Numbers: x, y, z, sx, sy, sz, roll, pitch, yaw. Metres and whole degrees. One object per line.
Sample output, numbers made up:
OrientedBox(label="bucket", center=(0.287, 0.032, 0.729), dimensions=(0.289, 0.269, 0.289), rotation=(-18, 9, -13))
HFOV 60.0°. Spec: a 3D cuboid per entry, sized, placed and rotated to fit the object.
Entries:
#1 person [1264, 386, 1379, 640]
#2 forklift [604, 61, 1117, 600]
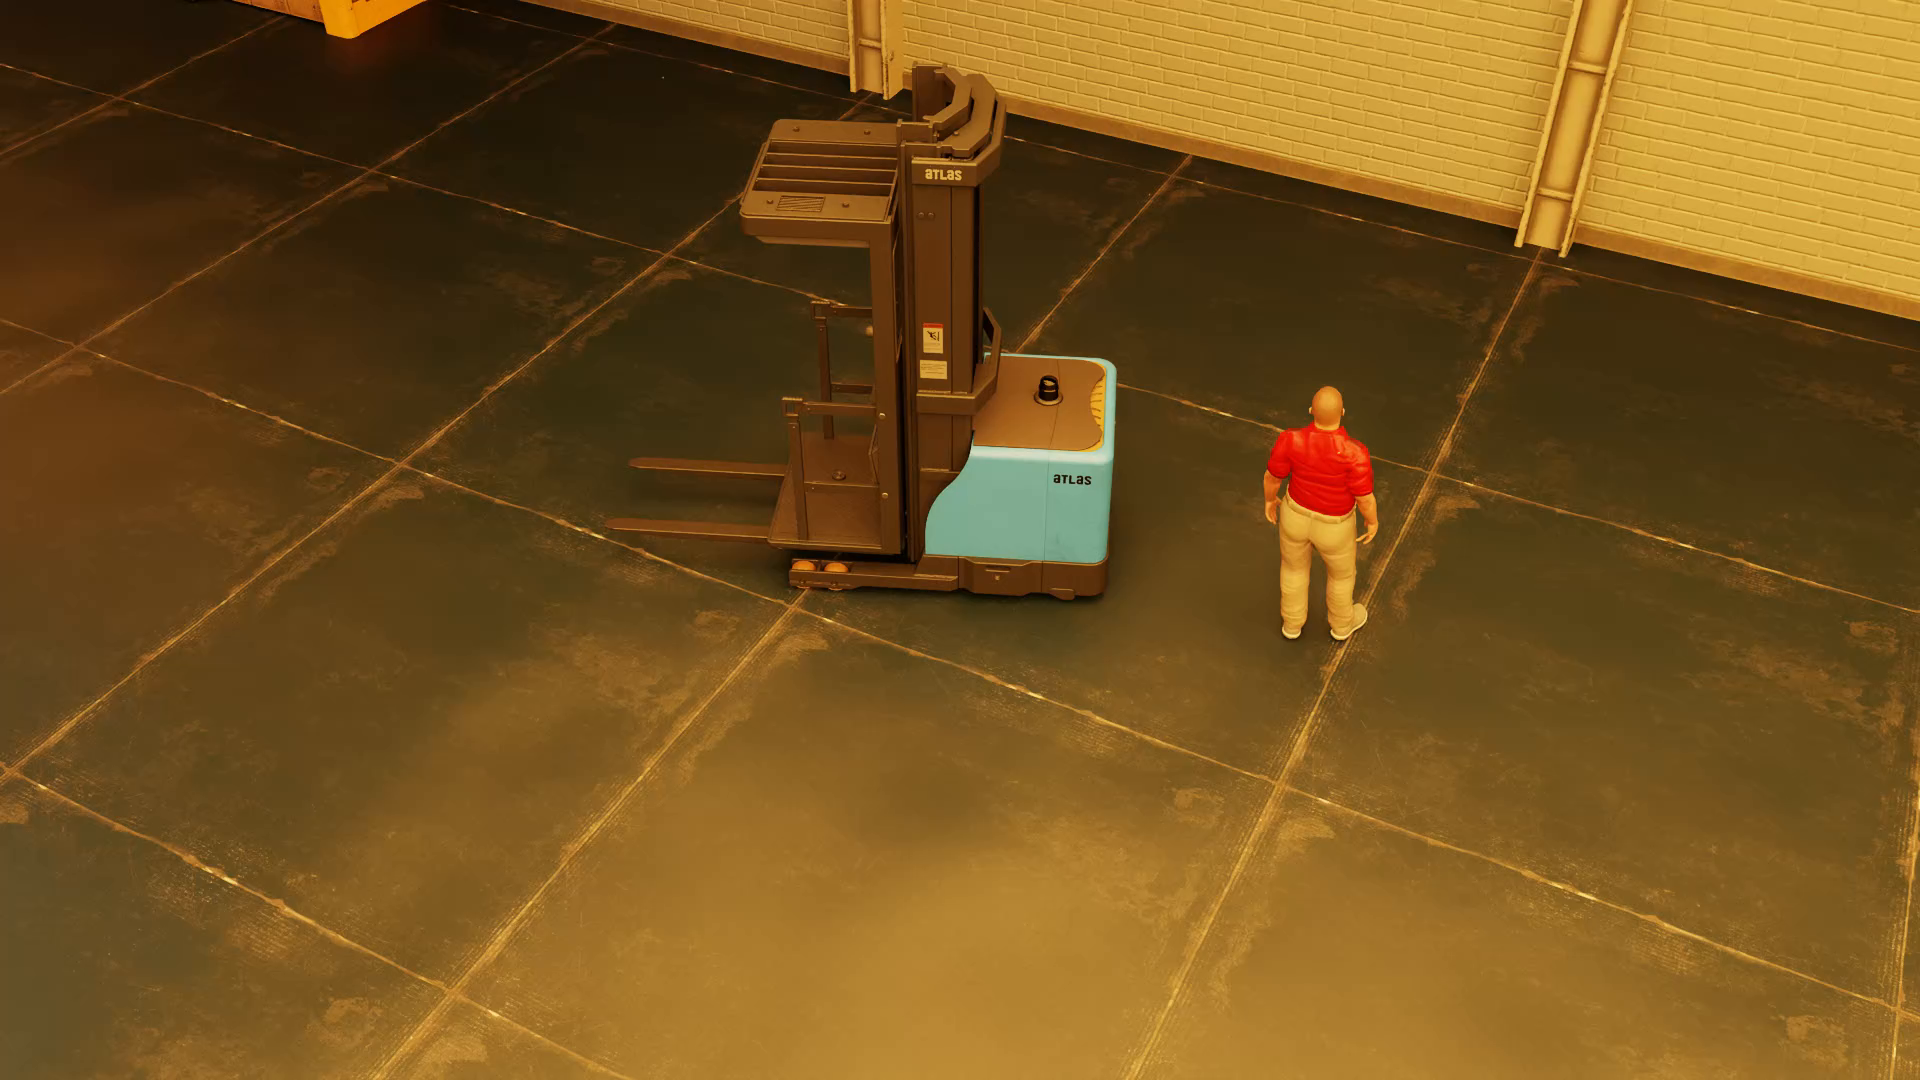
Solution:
OrientedBox(label="person", center=(1.993, -0.167, 9.109), dimensions=(0.641, 1.725, 0.551), rotation=(18, 43, 20))
OrientedBox(label="forklift", center=(-0.606, -1.157, 9.360), dimensions=(3.031, 2.935, 1.130), rotation=(3, 40, 4))
